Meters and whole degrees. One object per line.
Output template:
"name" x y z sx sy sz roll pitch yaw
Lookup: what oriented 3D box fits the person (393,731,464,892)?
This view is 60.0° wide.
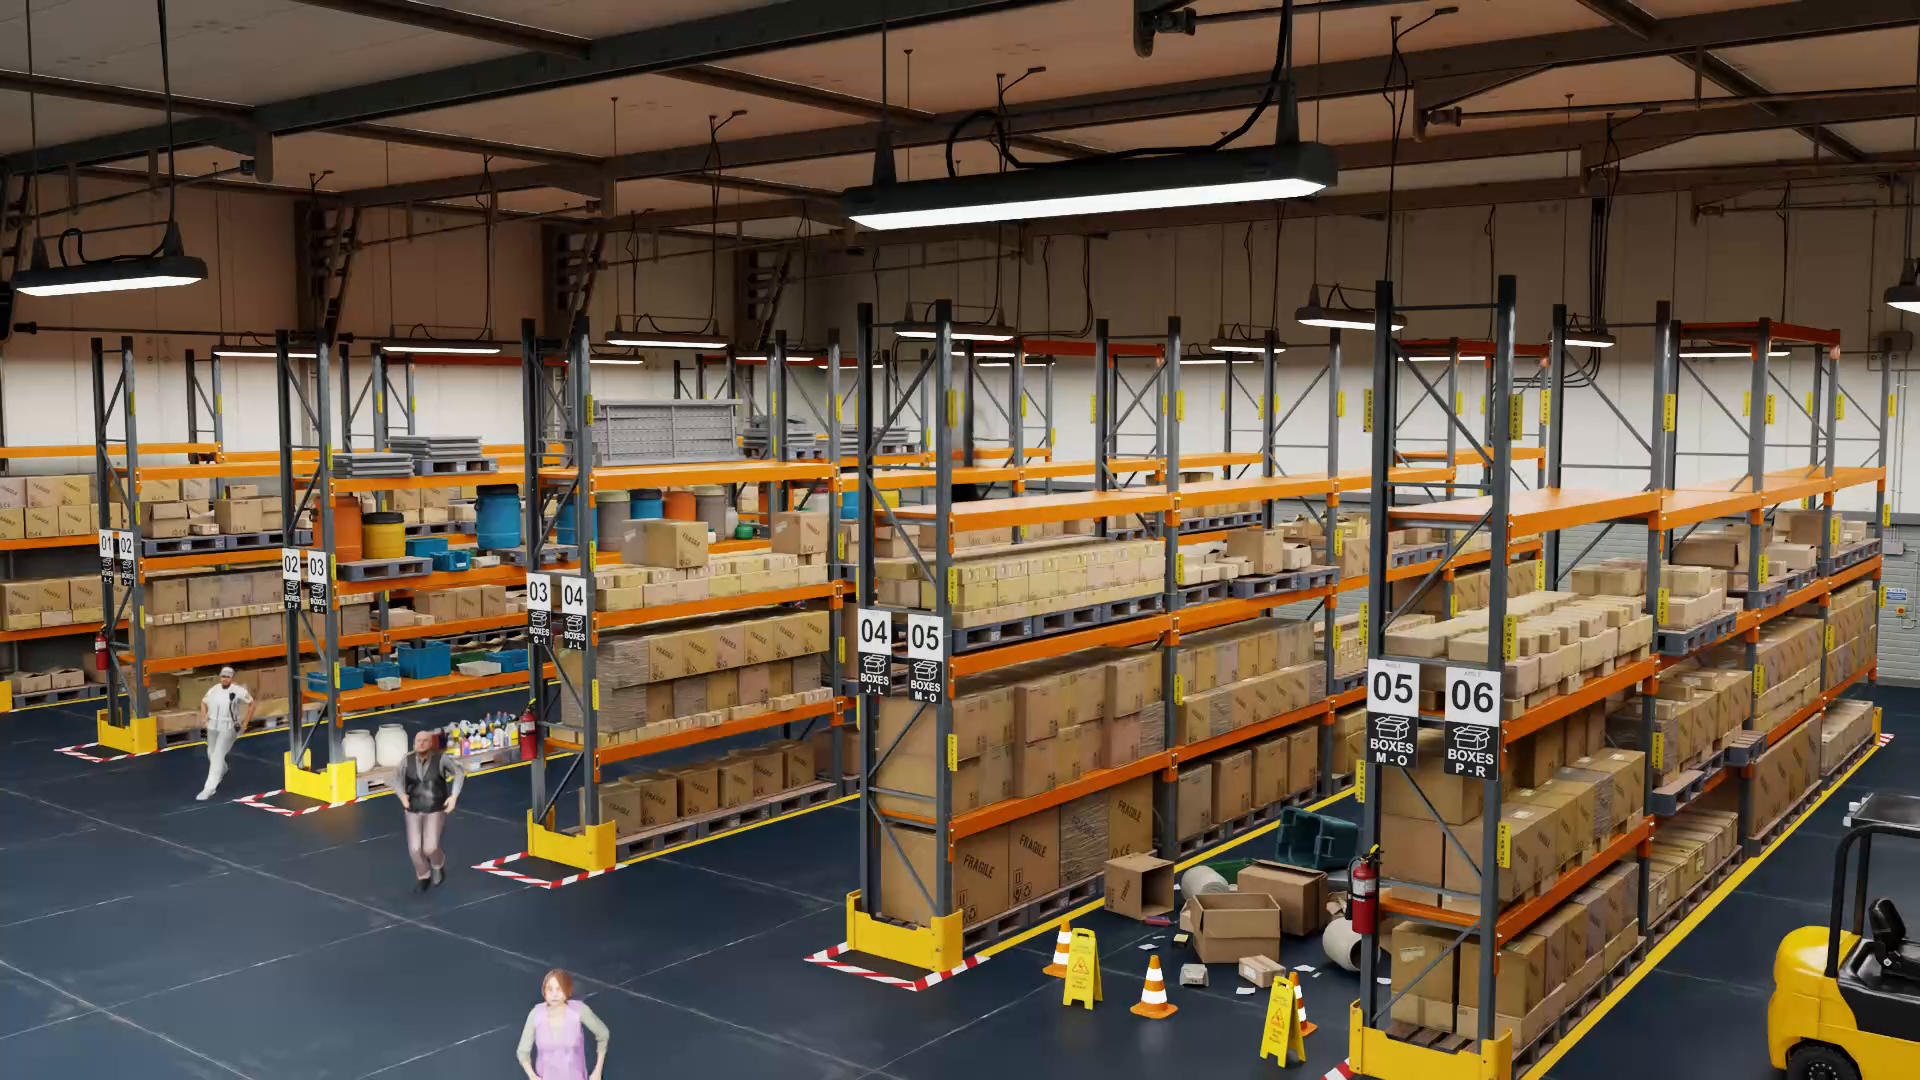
"person" -5.538 2.828 17.265 0.697 1.691 0.580 0 5 -4

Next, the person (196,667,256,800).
"person" -9.562 2.465 21.578 0.692 1.650 0.924 0 5 5

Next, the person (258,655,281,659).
"person" -11.599 1.935 27.954 0.503 1.617 0.682 3 6 29

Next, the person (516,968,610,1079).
"person" -2.514 3.475 10.521 0.568 1.560 0.562 -1 5 -6
